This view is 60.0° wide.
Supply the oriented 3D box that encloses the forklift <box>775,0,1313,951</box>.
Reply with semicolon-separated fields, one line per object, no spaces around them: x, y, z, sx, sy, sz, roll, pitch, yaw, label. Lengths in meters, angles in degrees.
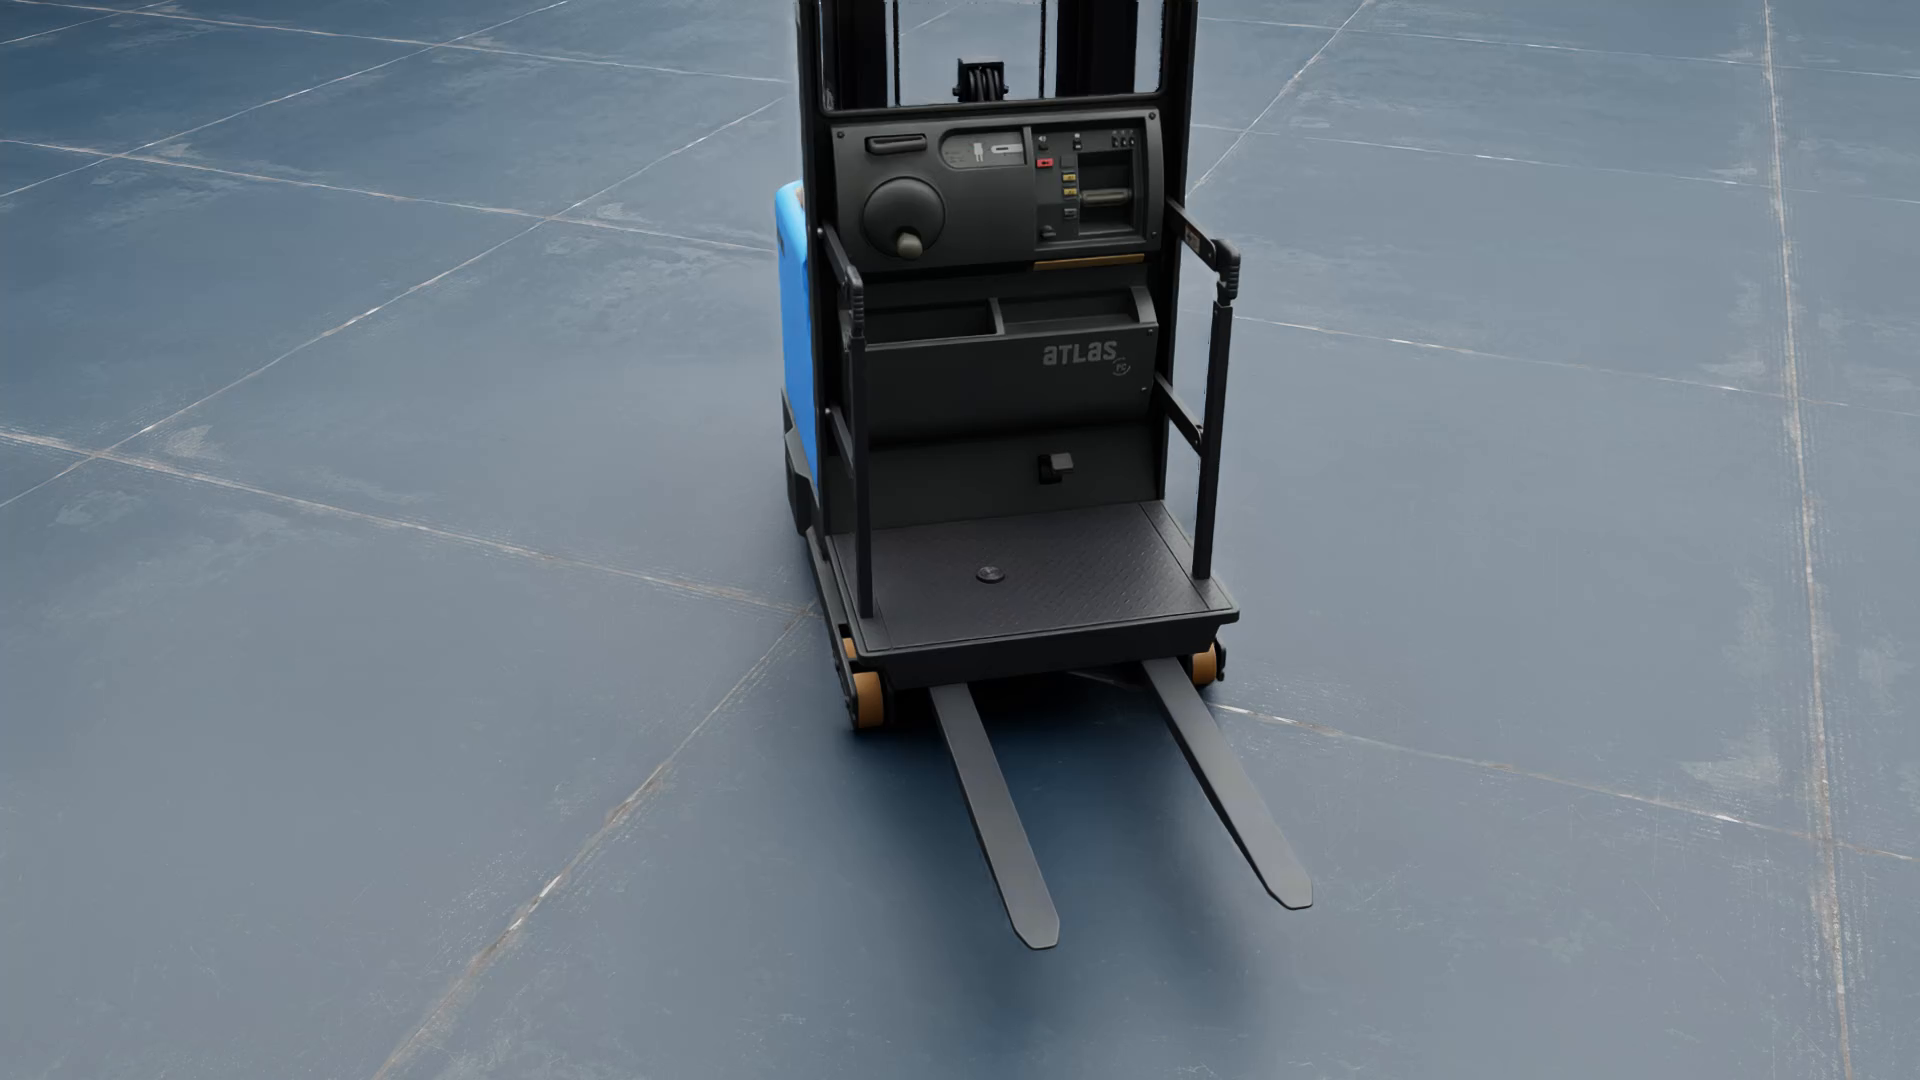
0.160;-0.936;4.428;1.130;2.935;3.031;-6;30;-11;forklift
